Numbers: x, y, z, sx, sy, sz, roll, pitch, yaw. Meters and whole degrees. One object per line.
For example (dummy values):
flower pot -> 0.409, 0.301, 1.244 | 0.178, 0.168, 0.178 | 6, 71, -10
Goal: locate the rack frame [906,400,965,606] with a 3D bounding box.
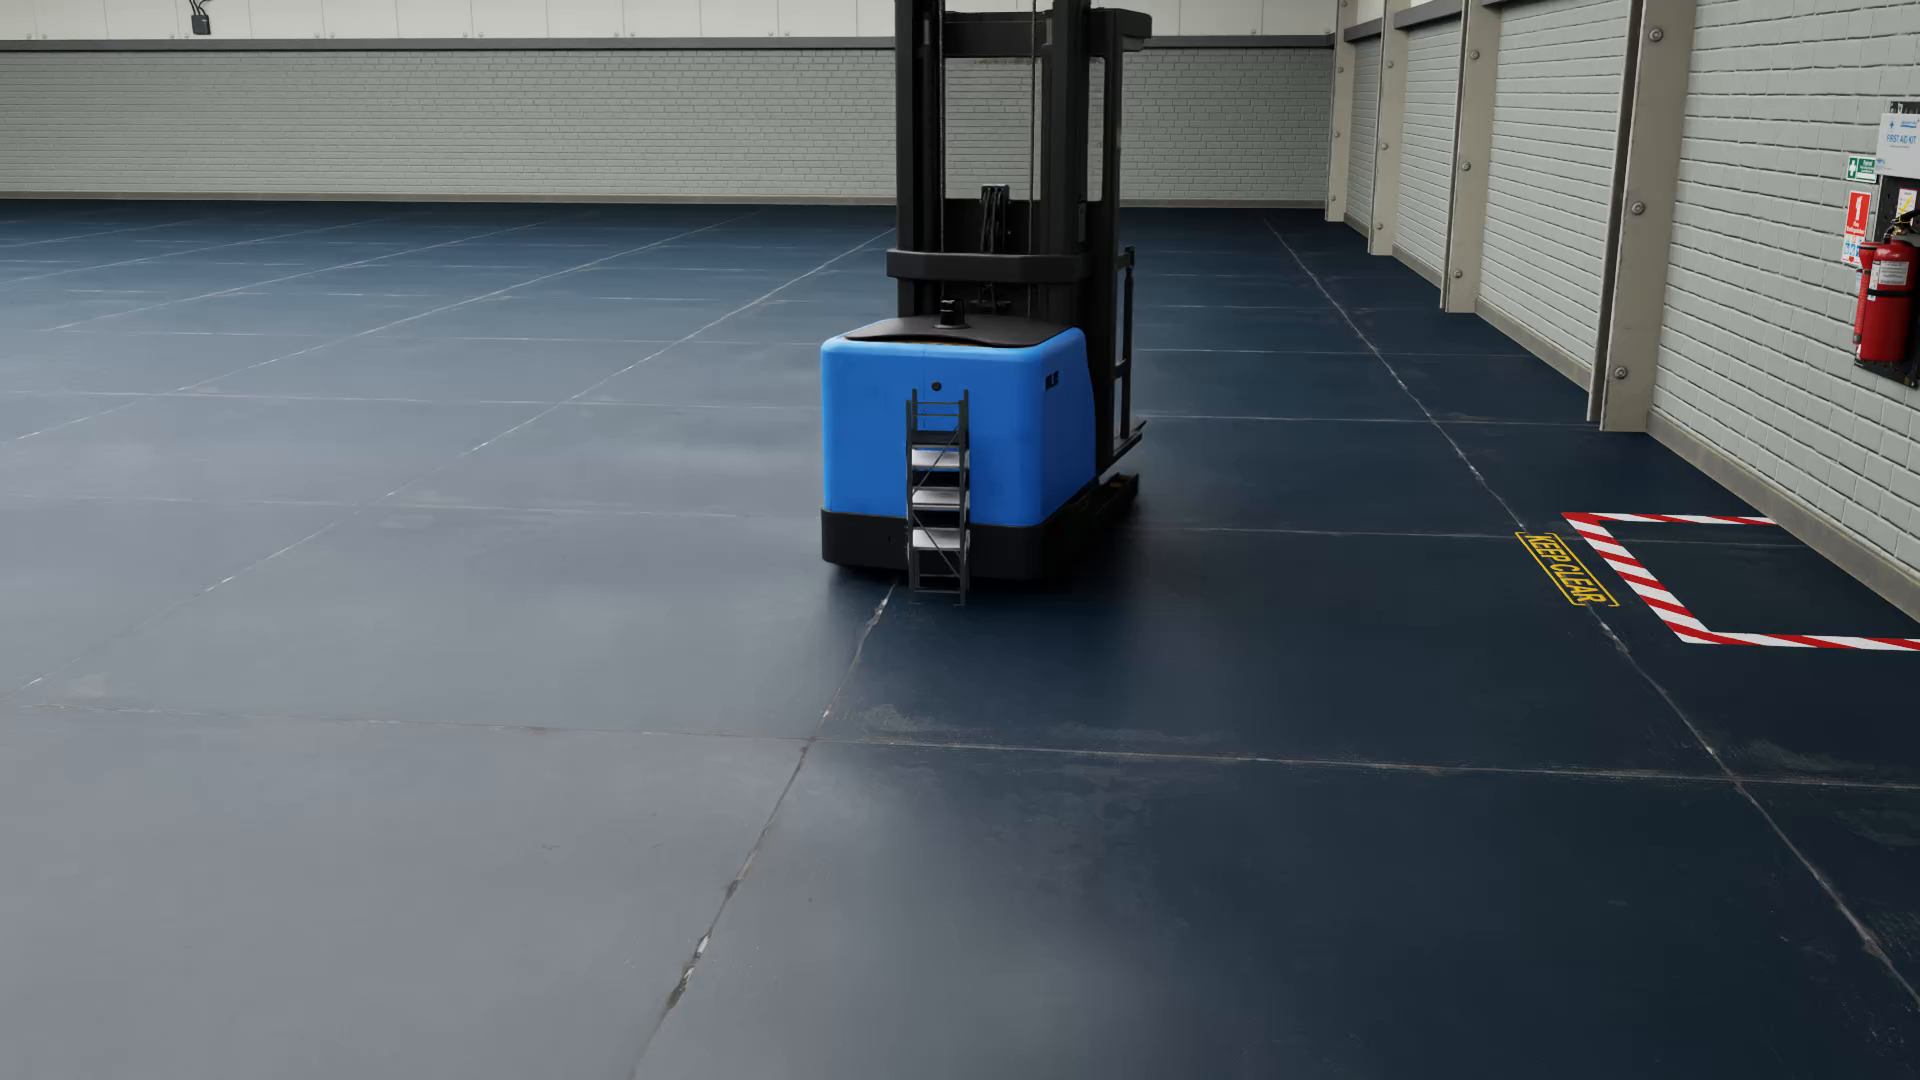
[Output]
rack frame -> -0.101, -0.147, 6.984 | 0.240, 0.900, 0.006 | 1, 18, 5

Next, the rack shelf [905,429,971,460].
rack shelf -> -0.092, -0.404, 7.006 | 0.258, 0.077, 0.200 | 1, 18, 5

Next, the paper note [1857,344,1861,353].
paper note -> 4.062, -0.903, 7.444 | 0.016, 0.148, 0.142 | 2, 15, 6

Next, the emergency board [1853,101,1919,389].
emergency board -> 3.973, -1.285, 7.167 | 0.194, 1.169, 0.643 | 2, 15, 6

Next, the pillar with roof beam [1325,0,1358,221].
pillar with roof beam -> 2.087, -9.892, 27.507 | 9.100, 9.000, 0.400 | 2, 15, 6

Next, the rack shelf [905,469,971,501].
rack shelf -> -0.091, -0.233, 7.062 | 0.258, 0.077, 0.200 | 1, 18, 5

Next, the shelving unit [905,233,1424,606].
shelving unit -> 3.803, -2.594, 16.034 | 6.168, 1.993, 19.407 | 1, 18, 5

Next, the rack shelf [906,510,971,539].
rack shelf -> -0.090, -0.062, 7.119 | 0.258, 0.077, 0.200 | 1, 18, 5

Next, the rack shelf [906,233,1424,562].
rack shelf -> 3.805, -2.299, 16.135 | 6.168, 1.368, 19.403 | 1, 18, 5

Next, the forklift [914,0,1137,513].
forklift -> 0.322, -1.578, 8.384 | 1.121, 2.935, 3.031 | 5, 16, 18

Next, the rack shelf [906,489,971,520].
rack shelf -> -0.091, -0.148, 7.091 | 0.258, 0.077, 0.200 | 1, 18, 5

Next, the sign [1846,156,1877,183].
sign -> 4.129, -1.697, 7.609 | 0.001, 0.109, 0.331 | 2, 15, 6
